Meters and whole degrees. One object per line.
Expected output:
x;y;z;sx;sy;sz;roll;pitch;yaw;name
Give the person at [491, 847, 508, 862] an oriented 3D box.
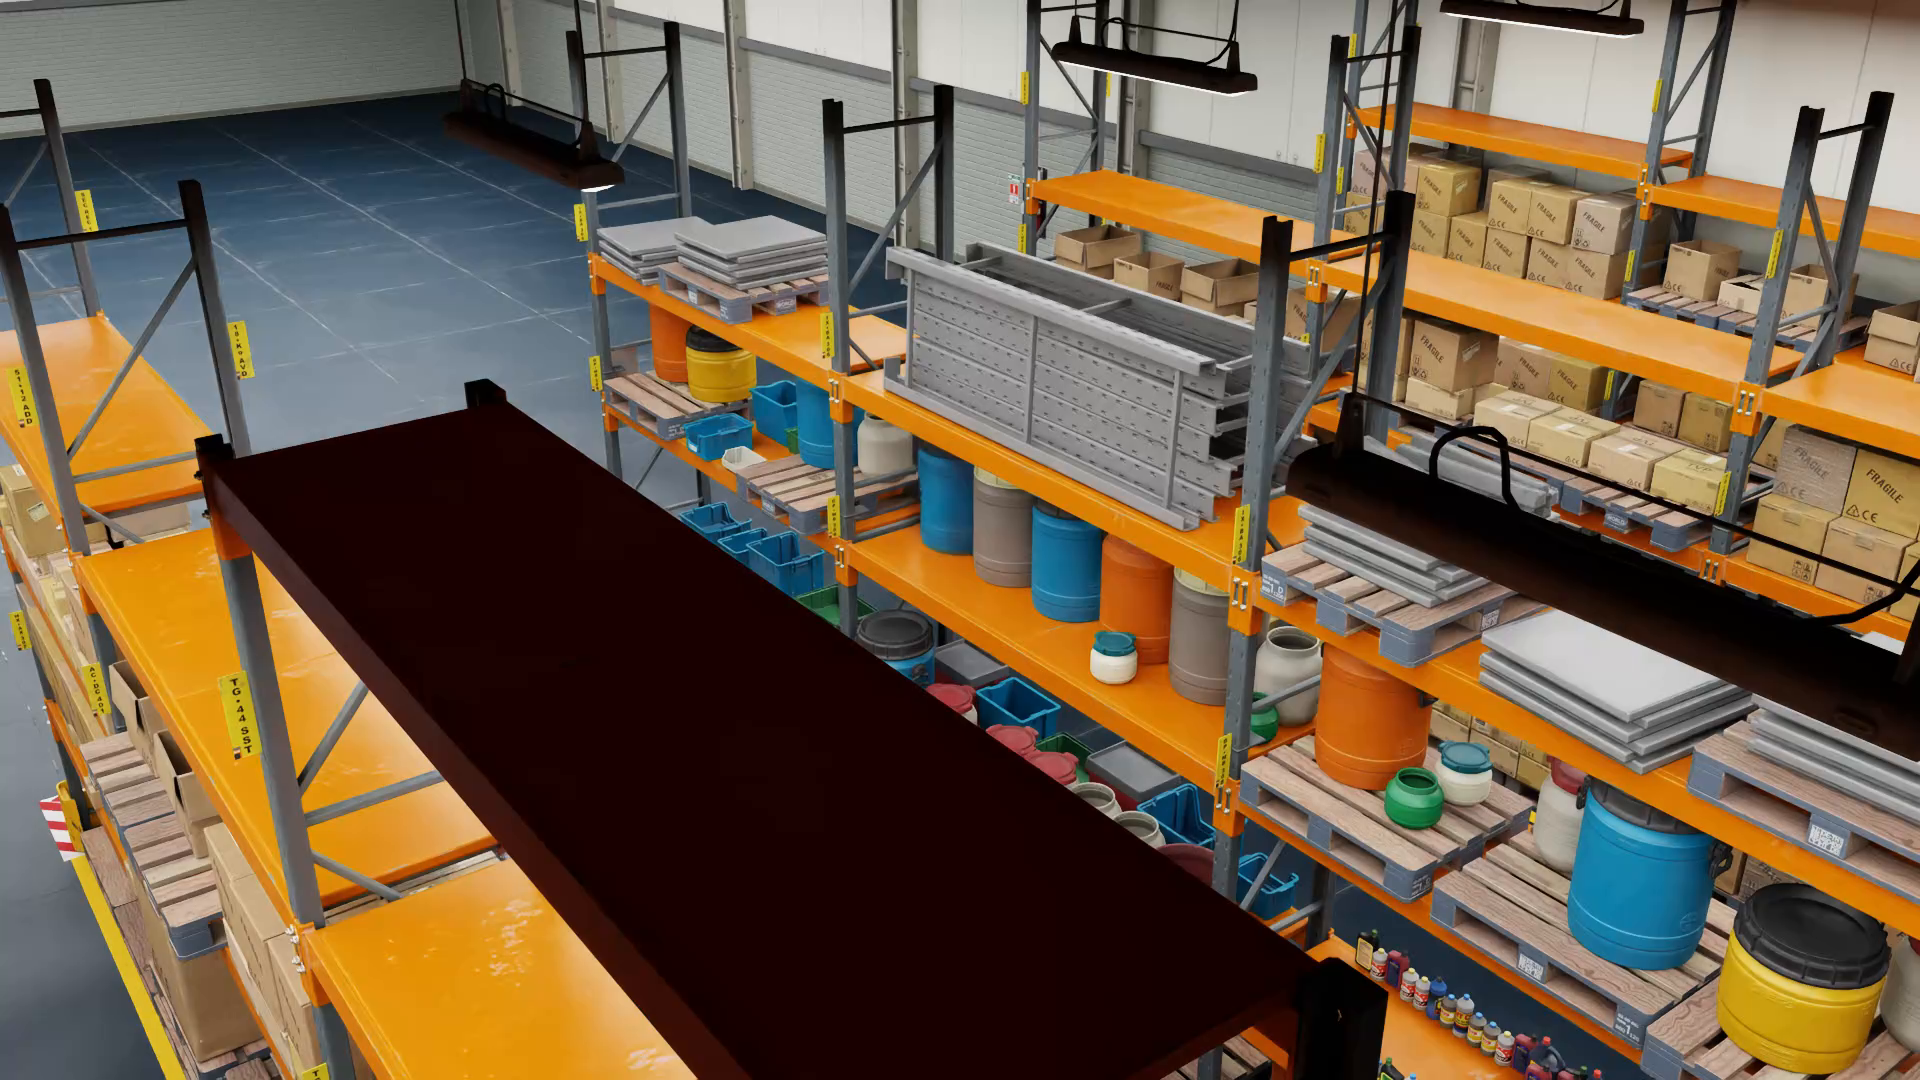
-3.511;2.344;11.833;0.606;1.757;0.740;-9;26;-19;person
